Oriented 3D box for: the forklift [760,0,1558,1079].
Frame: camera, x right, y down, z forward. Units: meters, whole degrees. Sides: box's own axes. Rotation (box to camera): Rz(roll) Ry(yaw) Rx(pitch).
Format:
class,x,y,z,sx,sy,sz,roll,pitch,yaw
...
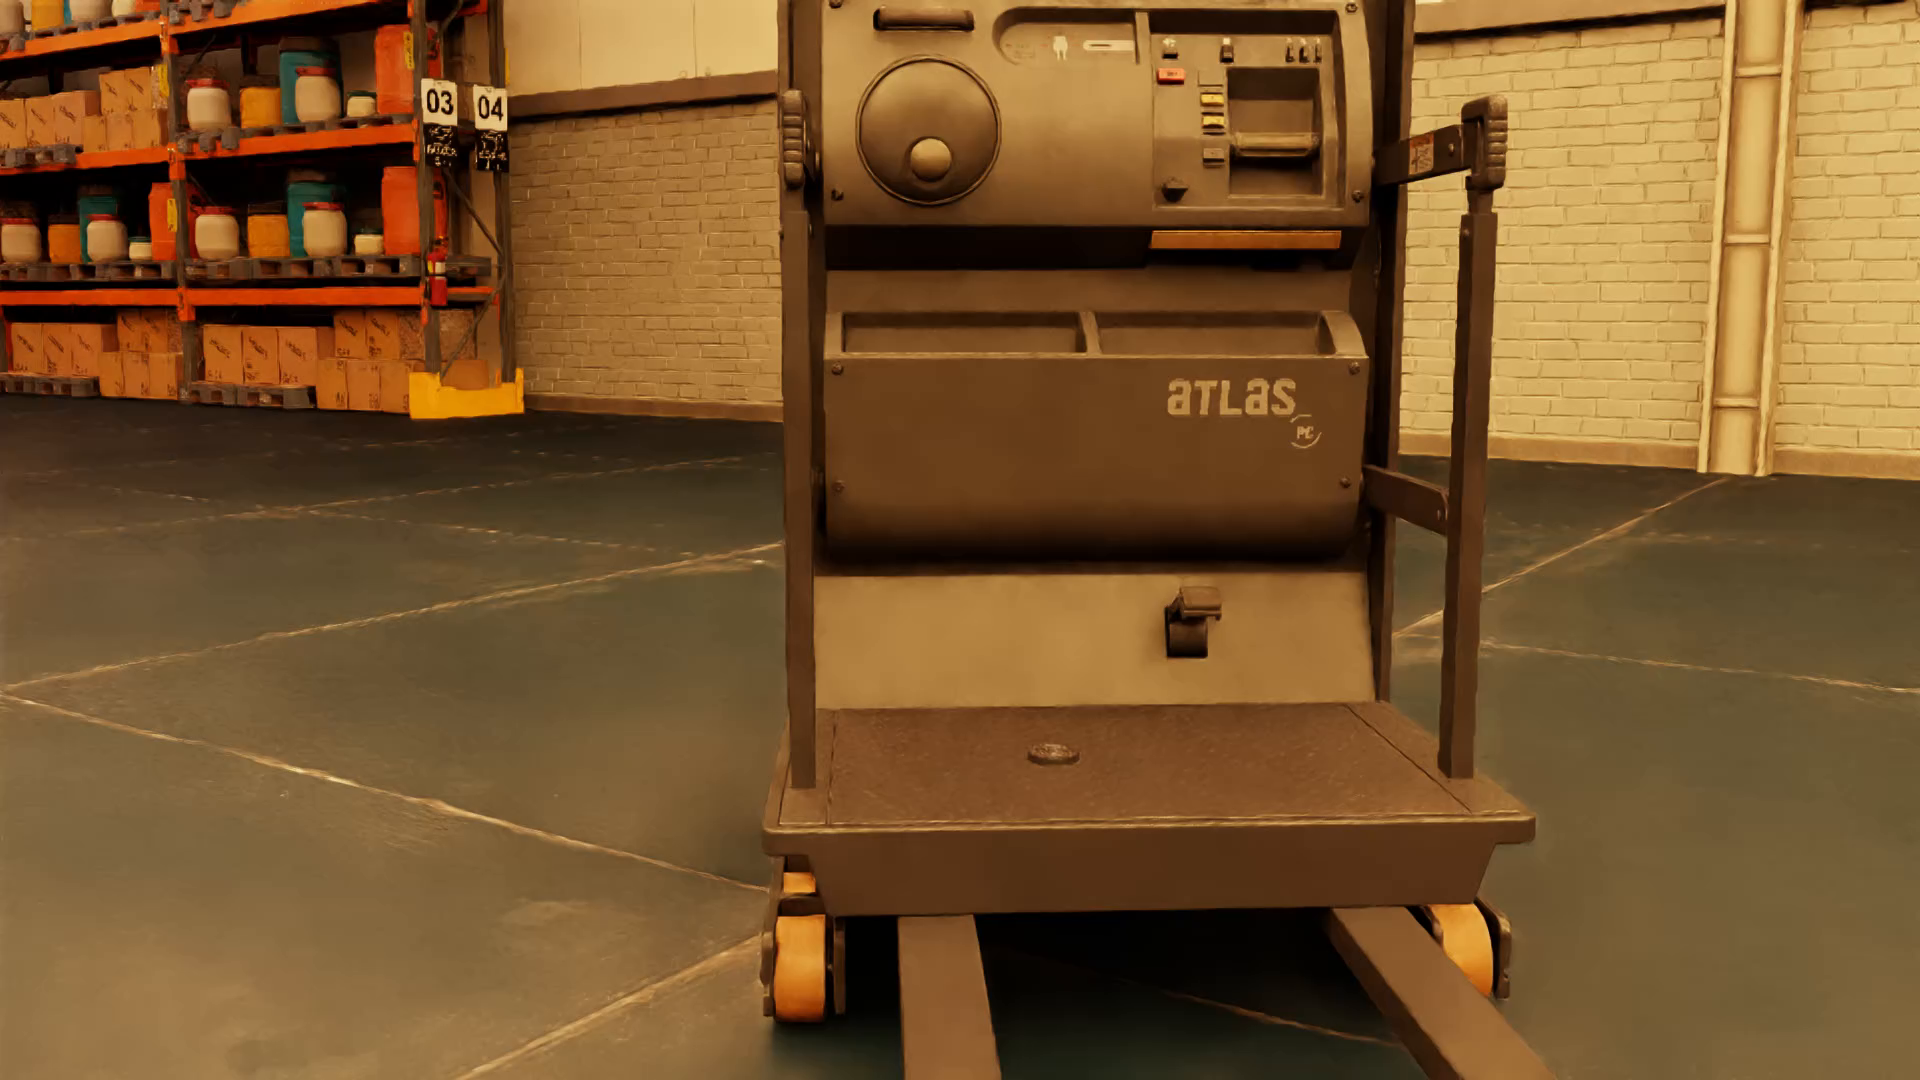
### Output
class,x,y,z,sx,sy,sz,roll,pitch,yaw
forklift,0.245,-0.771,2.613,1.130,2.935,3.031,0,8,-3
